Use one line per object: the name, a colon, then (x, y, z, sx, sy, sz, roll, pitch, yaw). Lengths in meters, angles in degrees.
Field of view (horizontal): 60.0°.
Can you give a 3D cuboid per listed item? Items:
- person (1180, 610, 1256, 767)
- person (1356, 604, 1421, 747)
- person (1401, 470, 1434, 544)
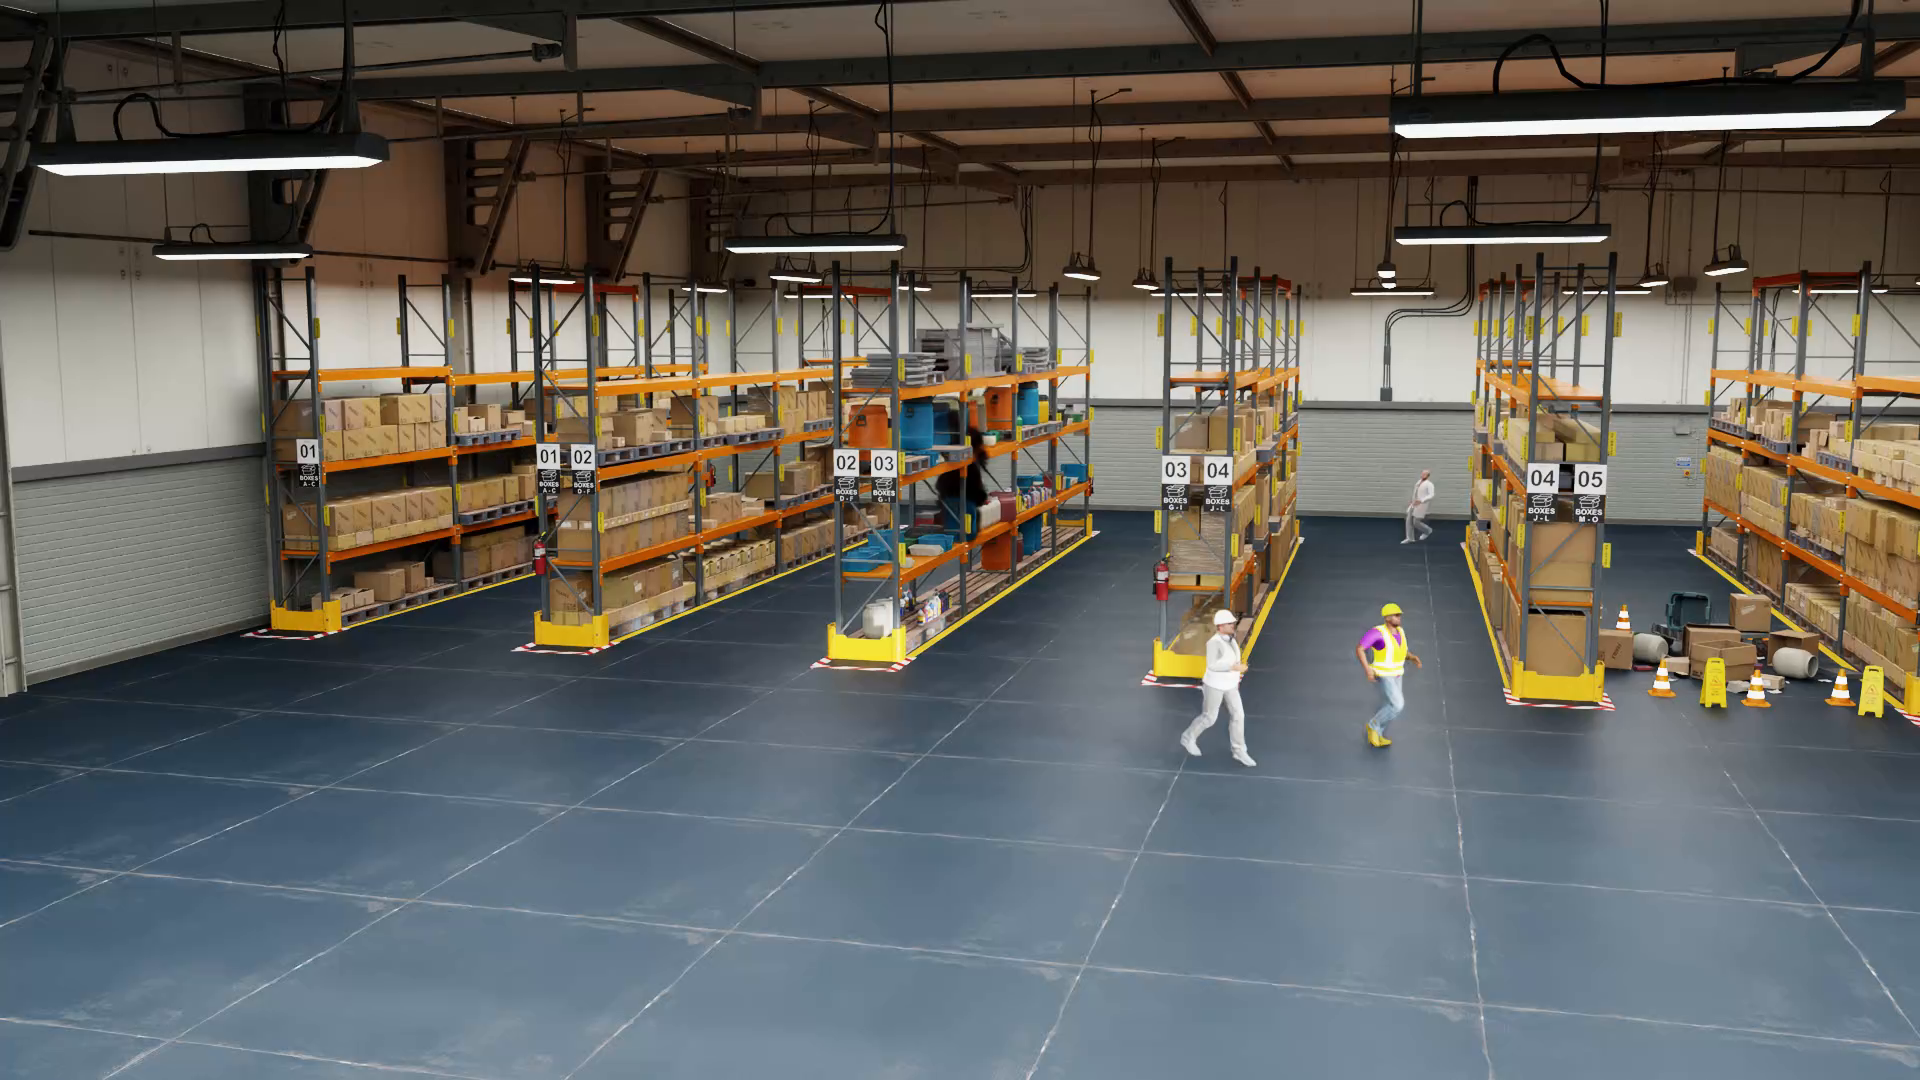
person: (2.986, 1.684, 19.203, 0.924, 1.790, 0.623, 7, 10, 42)
person: (5.166, 1.619, 19.895, 0.704, 1.733, 0.612, -6, 10, -42)
person: (10.733, -0.764, 38.790, 0.803, 1.752, 0.761, -3, 8, -21)
